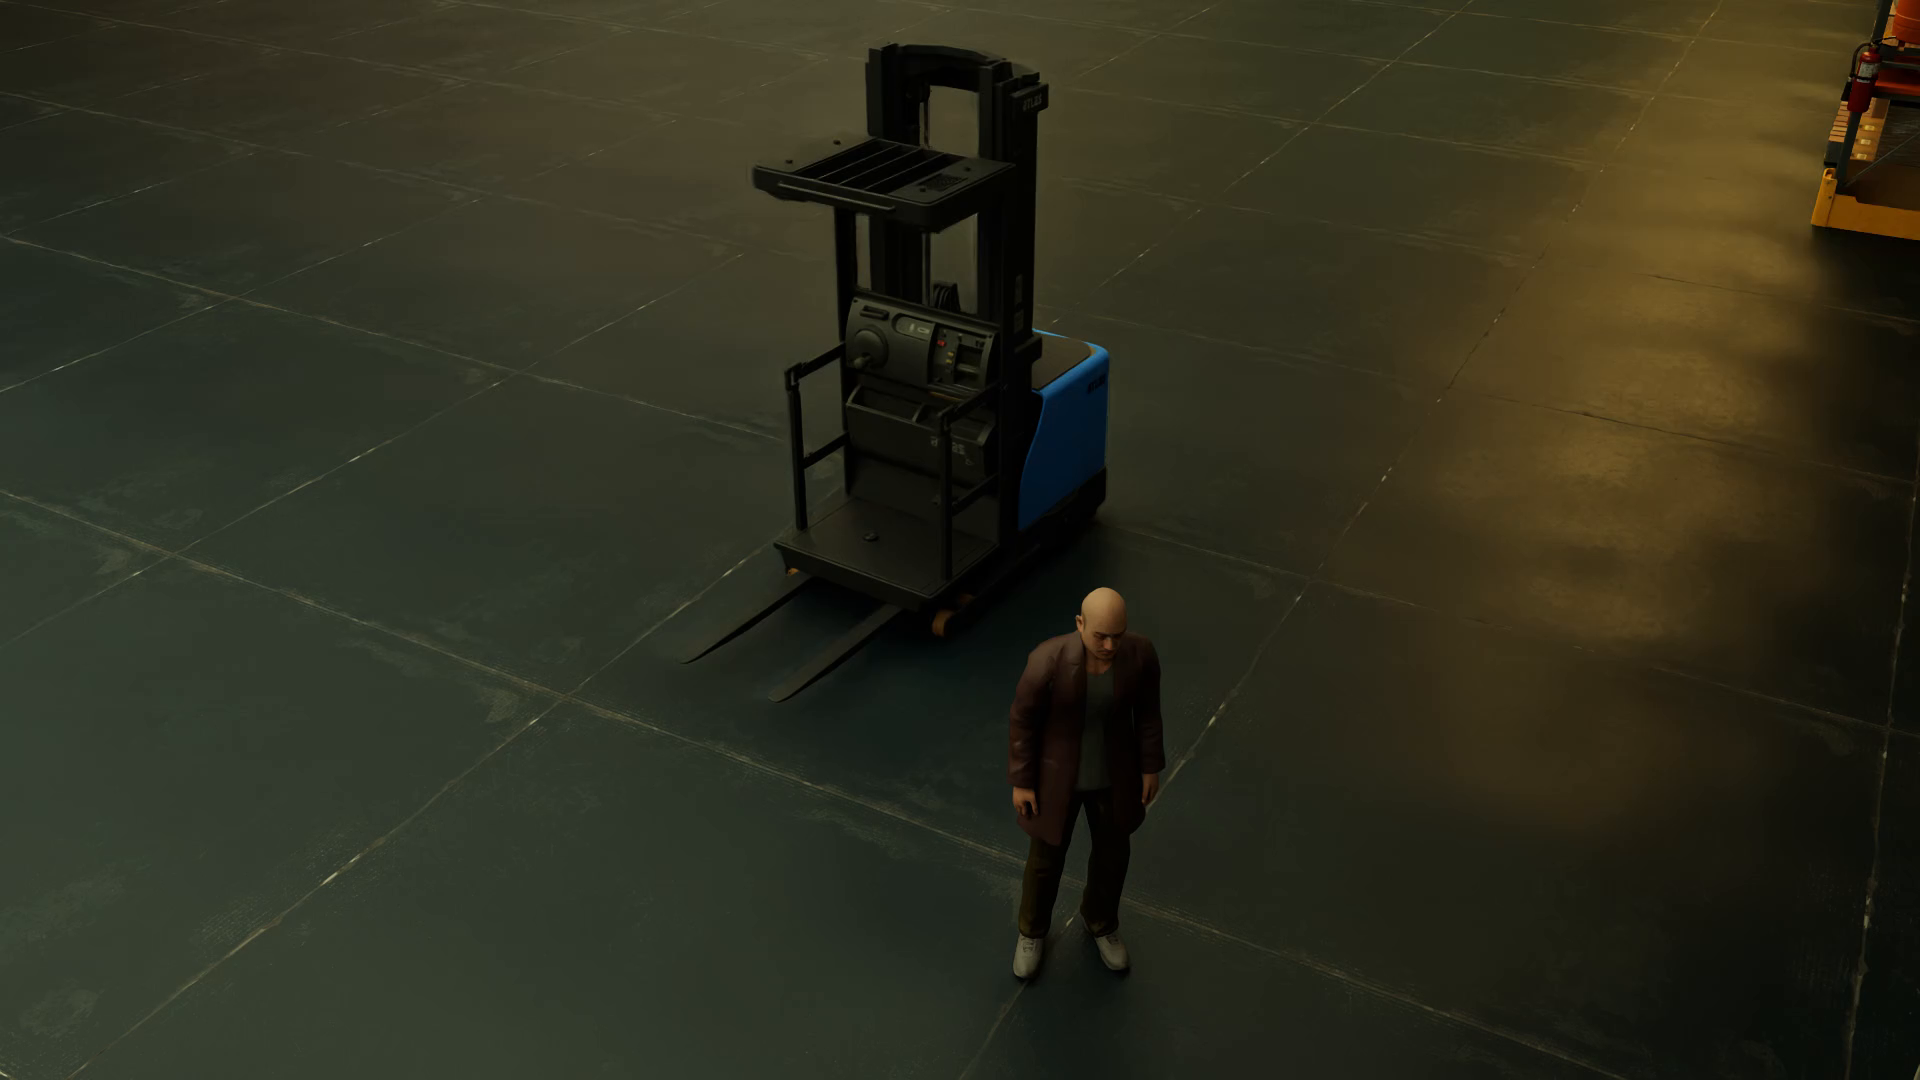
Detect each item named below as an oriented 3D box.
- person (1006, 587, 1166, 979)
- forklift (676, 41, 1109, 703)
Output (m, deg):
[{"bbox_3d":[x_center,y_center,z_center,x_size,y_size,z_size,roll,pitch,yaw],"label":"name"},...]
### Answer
[{"bbox_3d":[0.503,0.941,6.599,0.649,1.772,0.436,-5,30,-9],"label":"person"},{"bbox_3d":[-0.337,-0.999,8.802,1.130,2.935,3.031,18,35,29],"label":"forklift"}]
